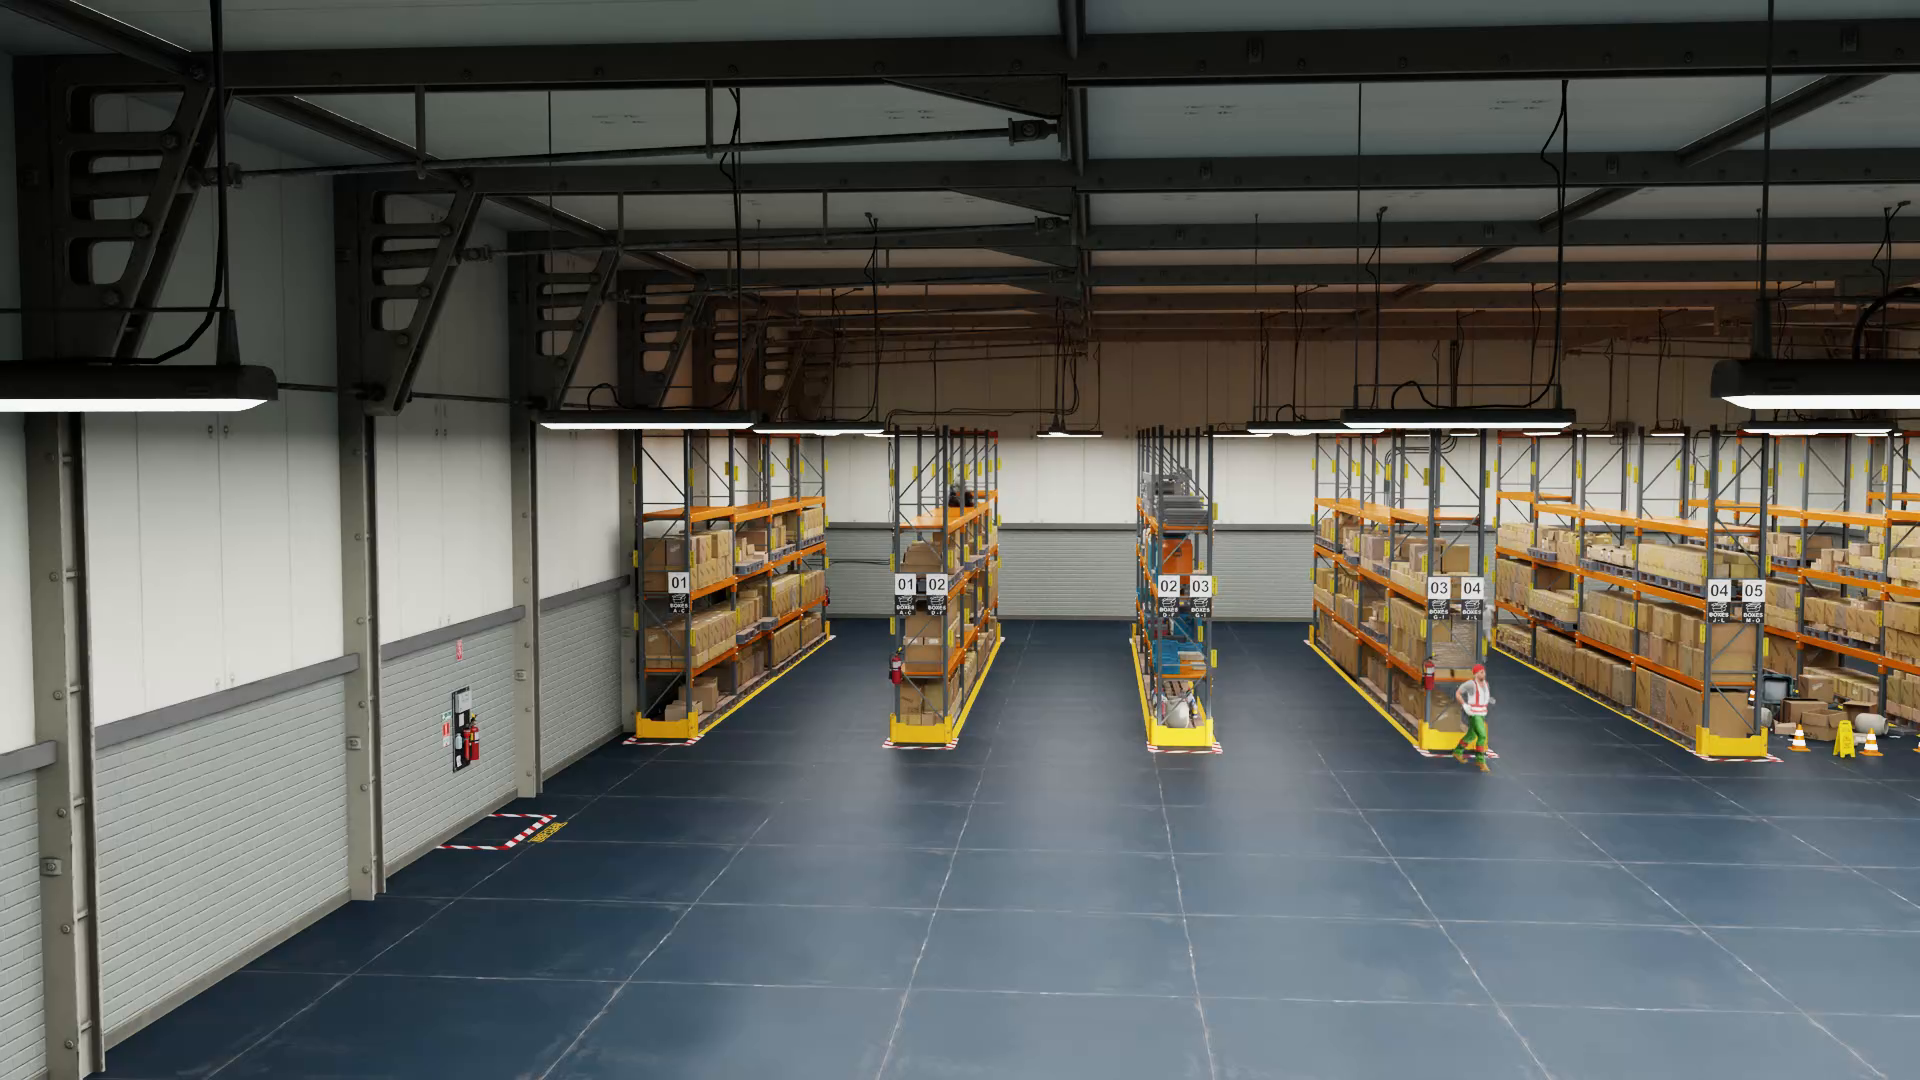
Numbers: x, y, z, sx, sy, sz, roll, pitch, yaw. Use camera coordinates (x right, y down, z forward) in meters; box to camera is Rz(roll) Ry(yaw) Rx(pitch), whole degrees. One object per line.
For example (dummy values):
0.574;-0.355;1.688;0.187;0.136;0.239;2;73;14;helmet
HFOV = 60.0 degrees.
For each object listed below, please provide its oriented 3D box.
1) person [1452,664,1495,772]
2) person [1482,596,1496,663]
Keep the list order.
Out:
8.994;3.077;29.031;0.669;1.839;0.818;-3;4;-39;person
13.399;2.282;42.577;0.734;1.737;0.796;0;3;3;person
